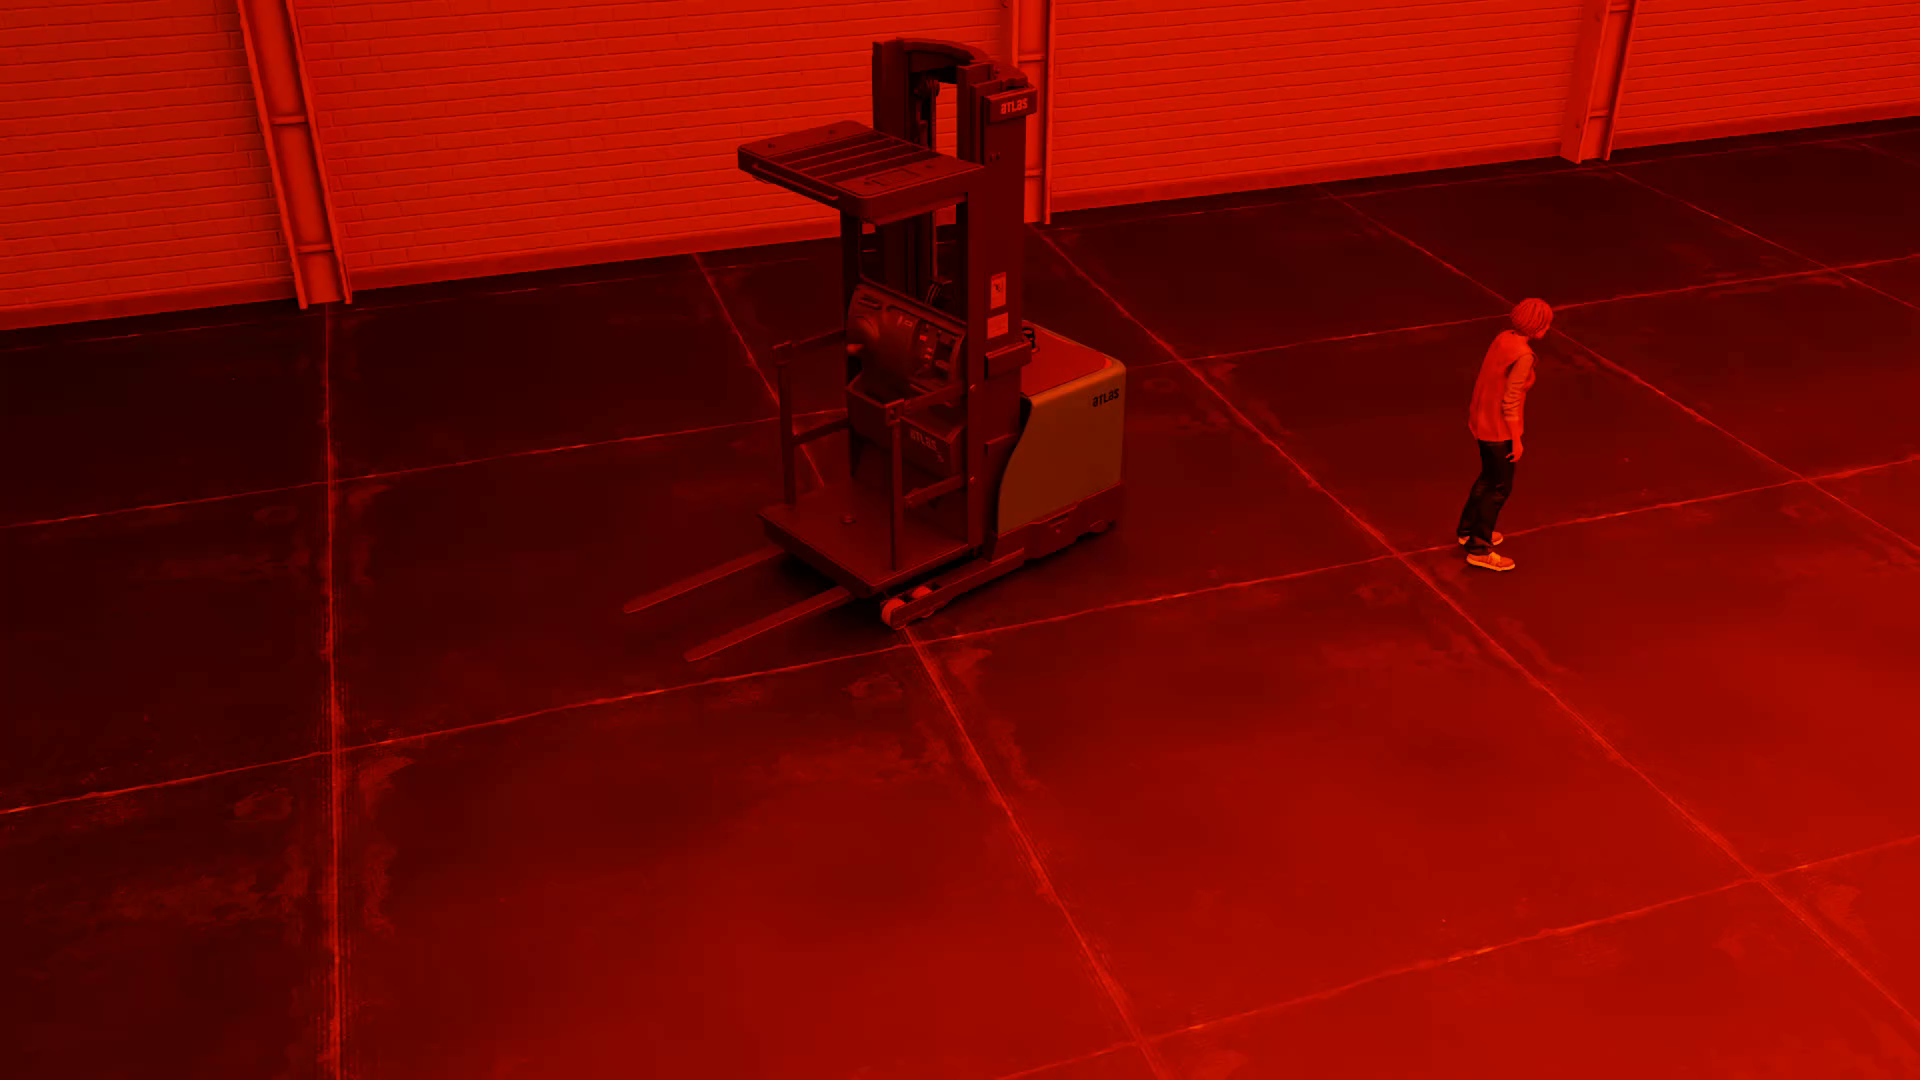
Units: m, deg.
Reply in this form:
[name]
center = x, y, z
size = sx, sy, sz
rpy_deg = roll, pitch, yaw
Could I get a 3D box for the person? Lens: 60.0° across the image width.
[person]
center = 3.093, -0.623, 9.513
size = 0.345, 1.593, 0.479
rpy_deg = 1, 30, 2

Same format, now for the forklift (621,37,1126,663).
[forklift]
center = -0.461, -1.072, 8.951
size = 3.031, 2.935, 1.130
rpy_deg = -23, 37, -34
